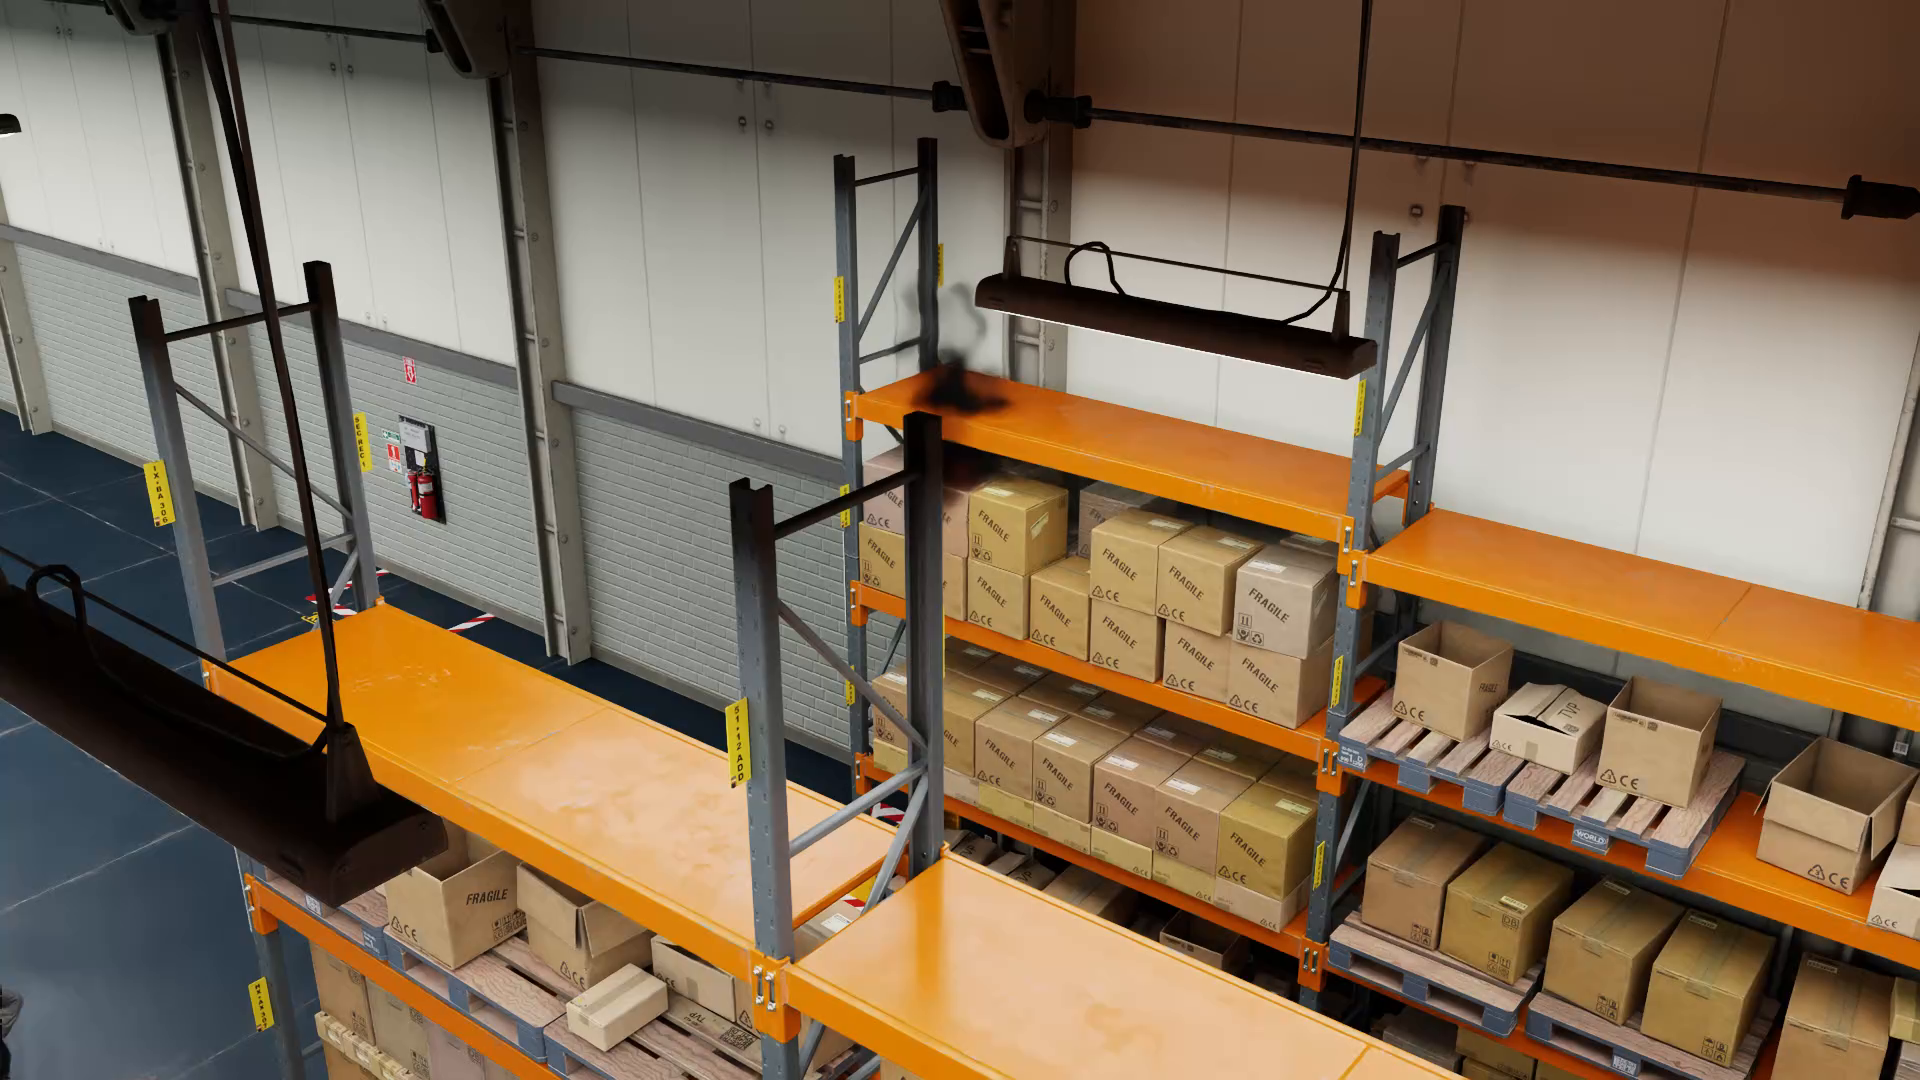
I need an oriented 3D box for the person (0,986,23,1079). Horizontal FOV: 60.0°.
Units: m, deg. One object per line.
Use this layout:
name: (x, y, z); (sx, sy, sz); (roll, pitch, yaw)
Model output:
person: (-6.050, 3.380, 10.347); (0.788, 1.785, 0.571); (-9, 24, -20)
